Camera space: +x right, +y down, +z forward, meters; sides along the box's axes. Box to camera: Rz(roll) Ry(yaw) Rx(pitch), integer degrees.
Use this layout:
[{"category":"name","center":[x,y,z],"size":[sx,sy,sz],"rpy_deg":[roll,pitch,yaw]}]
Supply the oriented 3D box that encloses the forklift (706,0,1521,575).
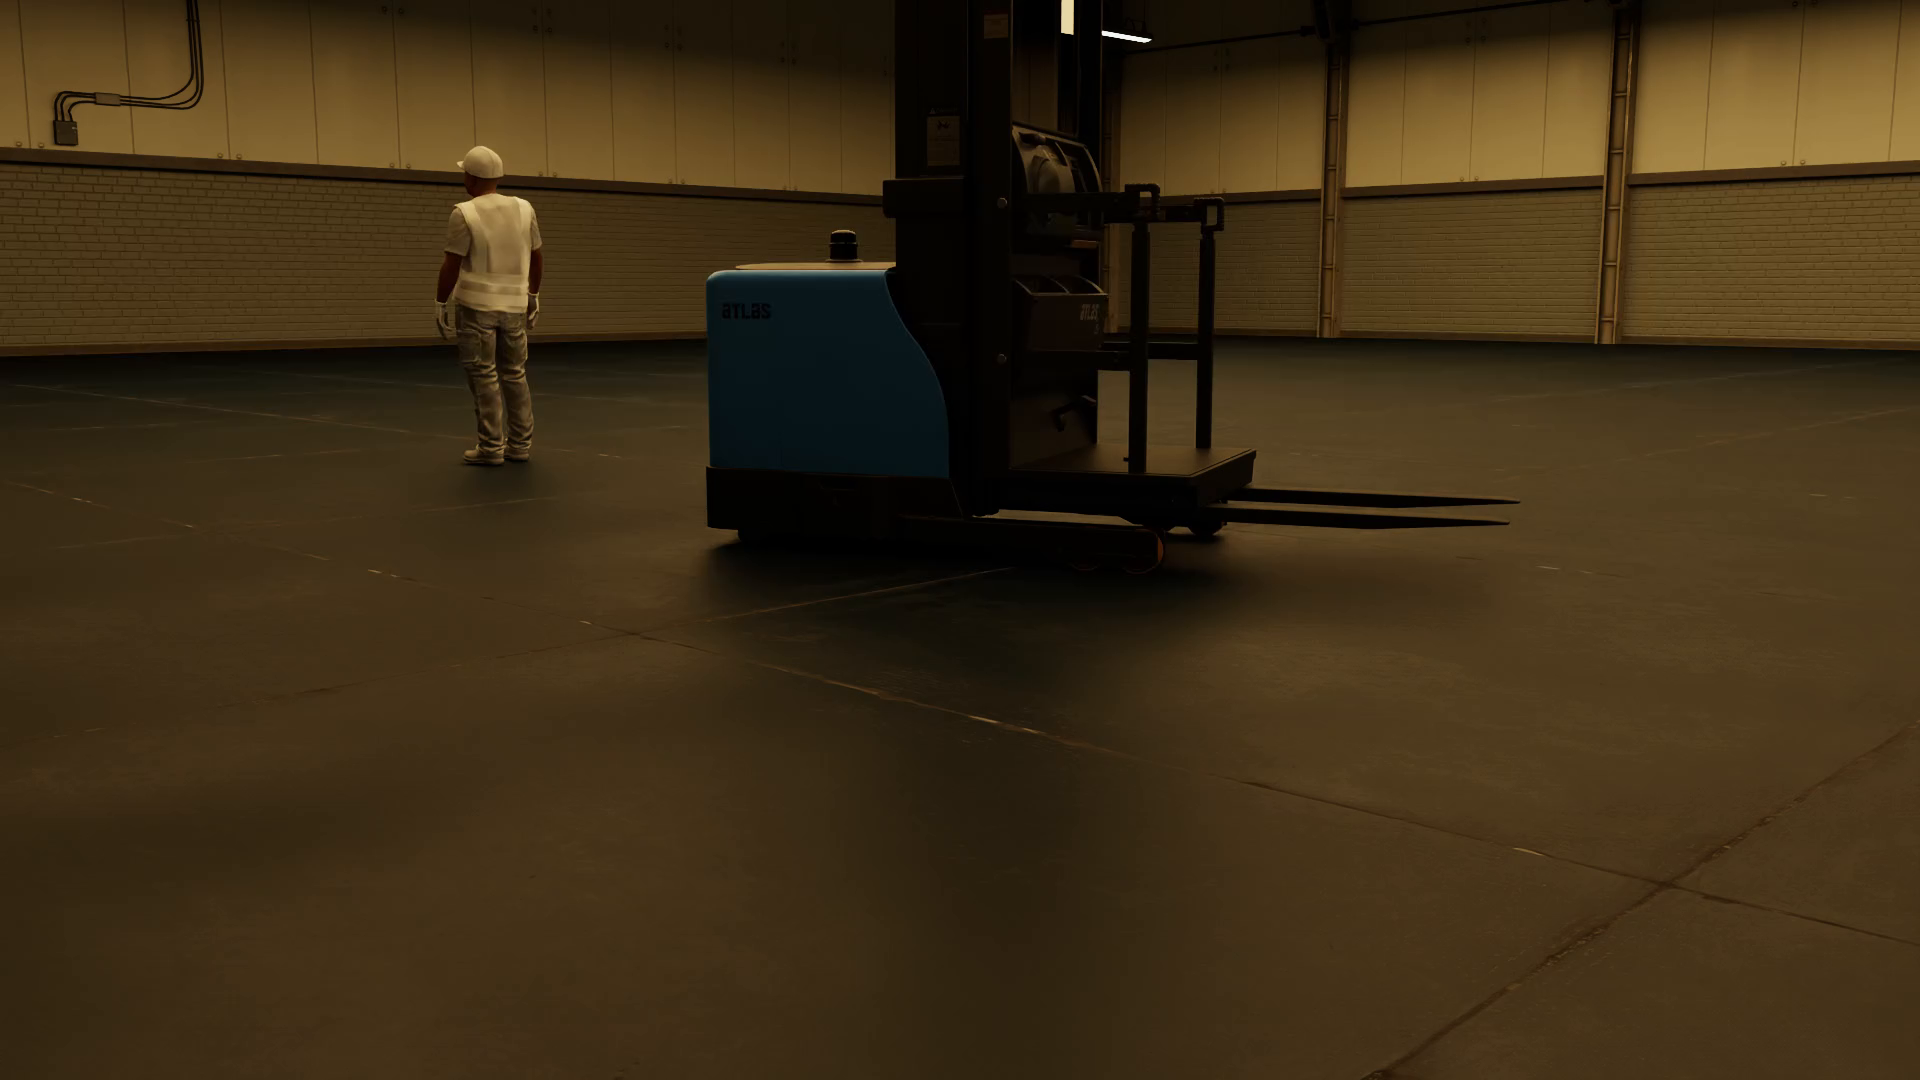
[{"category":"forklift","center":[0.565,-1.416,6.275],"size":[3.031,2.935,1.130],"rpy_deg":[3,9,22]}]

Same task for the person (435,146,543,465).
[{"category":"person","center":[-2.721,-1.330,9.510],"size":[0.577,1.782,0.657],"rpy_deg":[8,12,43]}]
